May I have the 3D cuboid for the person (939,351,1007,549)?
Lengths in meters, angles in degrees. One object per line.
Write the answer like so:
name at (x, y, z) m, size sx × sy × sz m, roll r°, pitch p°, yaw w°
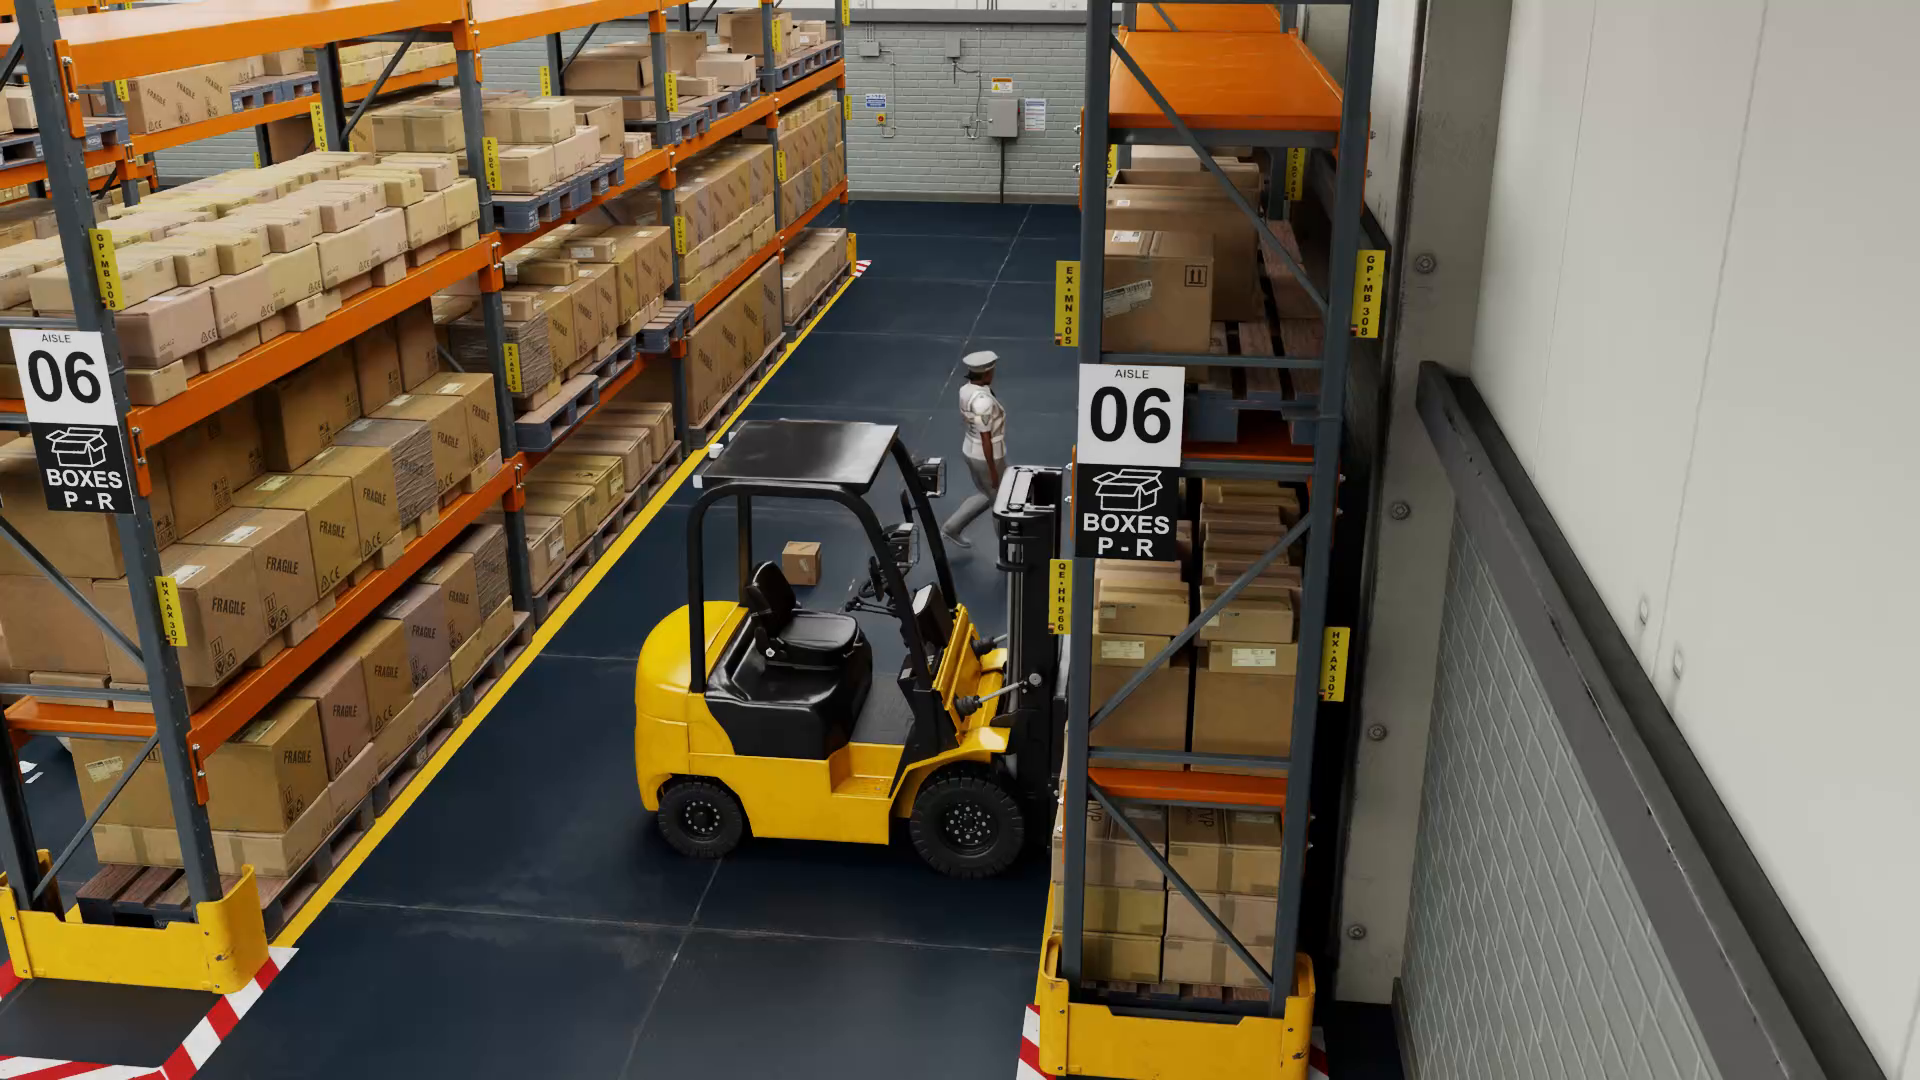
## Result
person at (0.220, -0.635, 12.676) m, size 0.743 × 1.645 × 0.471 m, roll -6°, pitch 22°, yaw -16°
